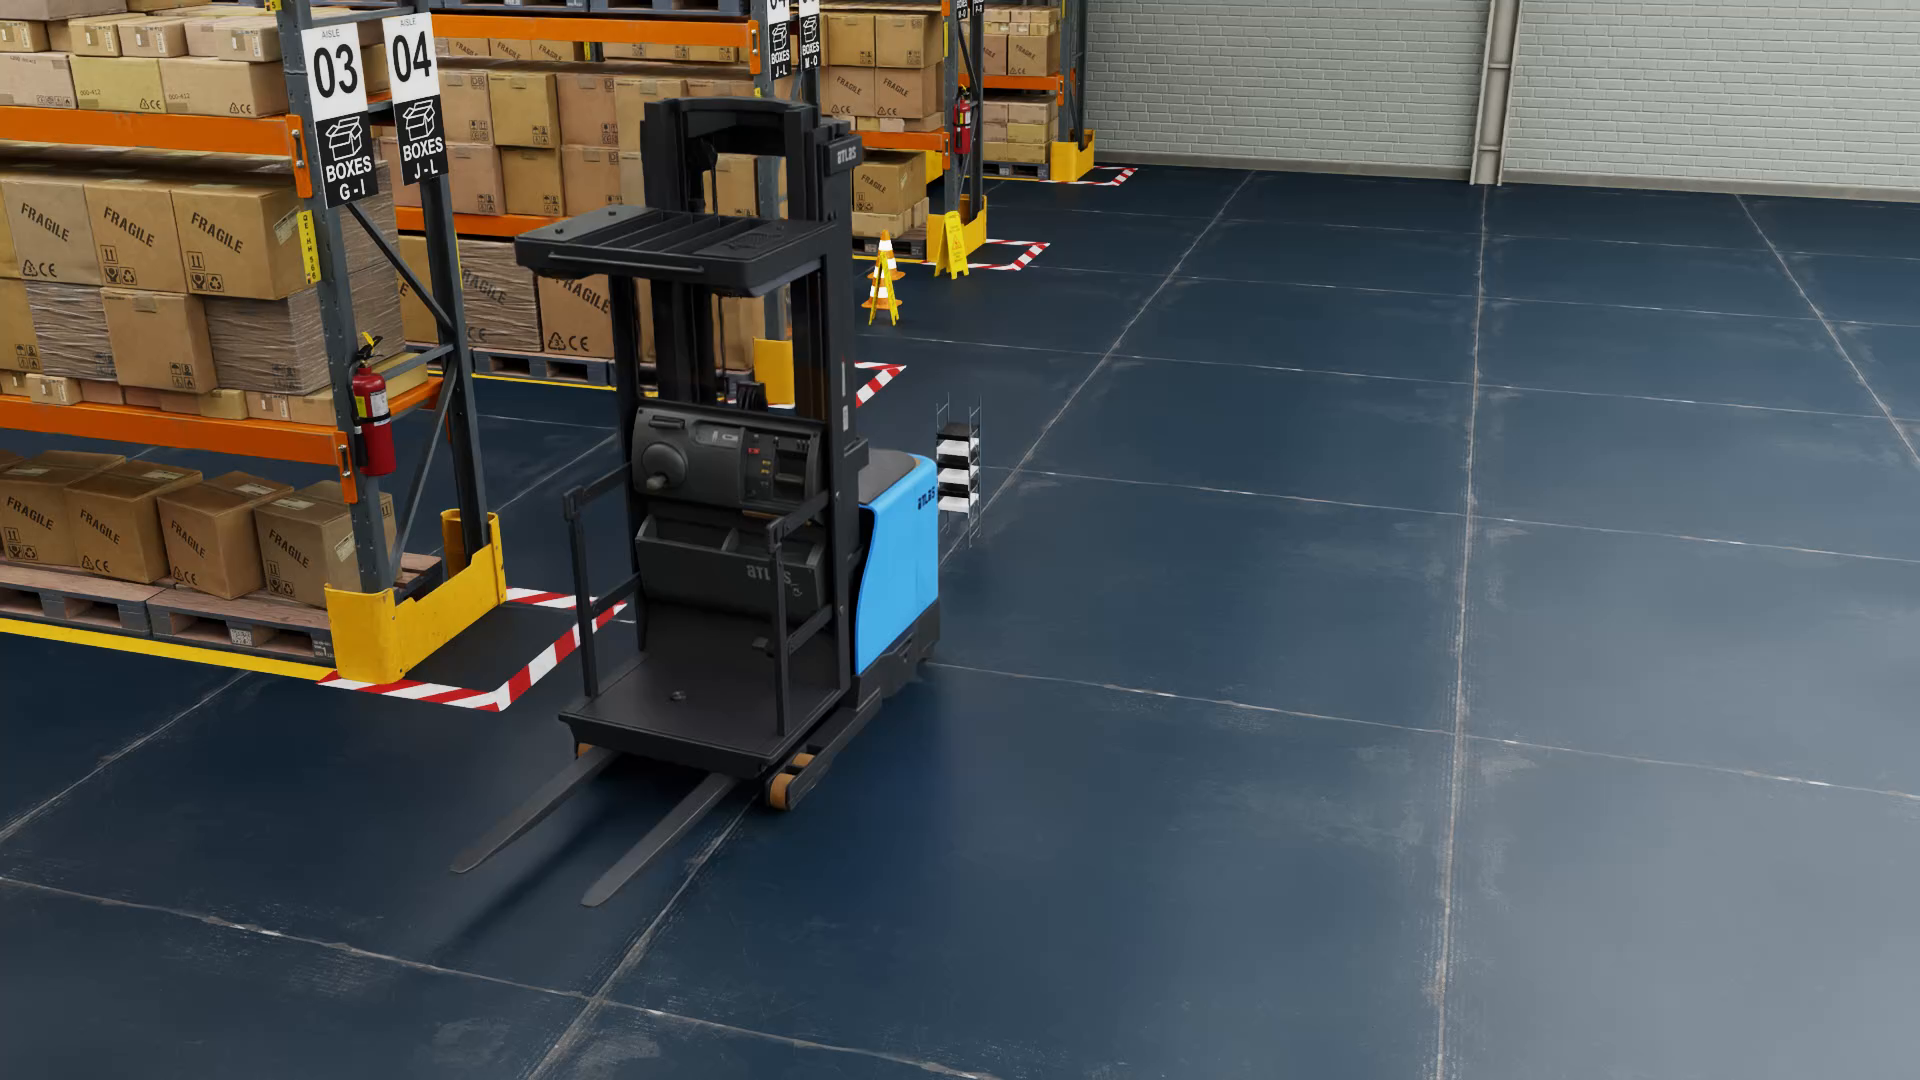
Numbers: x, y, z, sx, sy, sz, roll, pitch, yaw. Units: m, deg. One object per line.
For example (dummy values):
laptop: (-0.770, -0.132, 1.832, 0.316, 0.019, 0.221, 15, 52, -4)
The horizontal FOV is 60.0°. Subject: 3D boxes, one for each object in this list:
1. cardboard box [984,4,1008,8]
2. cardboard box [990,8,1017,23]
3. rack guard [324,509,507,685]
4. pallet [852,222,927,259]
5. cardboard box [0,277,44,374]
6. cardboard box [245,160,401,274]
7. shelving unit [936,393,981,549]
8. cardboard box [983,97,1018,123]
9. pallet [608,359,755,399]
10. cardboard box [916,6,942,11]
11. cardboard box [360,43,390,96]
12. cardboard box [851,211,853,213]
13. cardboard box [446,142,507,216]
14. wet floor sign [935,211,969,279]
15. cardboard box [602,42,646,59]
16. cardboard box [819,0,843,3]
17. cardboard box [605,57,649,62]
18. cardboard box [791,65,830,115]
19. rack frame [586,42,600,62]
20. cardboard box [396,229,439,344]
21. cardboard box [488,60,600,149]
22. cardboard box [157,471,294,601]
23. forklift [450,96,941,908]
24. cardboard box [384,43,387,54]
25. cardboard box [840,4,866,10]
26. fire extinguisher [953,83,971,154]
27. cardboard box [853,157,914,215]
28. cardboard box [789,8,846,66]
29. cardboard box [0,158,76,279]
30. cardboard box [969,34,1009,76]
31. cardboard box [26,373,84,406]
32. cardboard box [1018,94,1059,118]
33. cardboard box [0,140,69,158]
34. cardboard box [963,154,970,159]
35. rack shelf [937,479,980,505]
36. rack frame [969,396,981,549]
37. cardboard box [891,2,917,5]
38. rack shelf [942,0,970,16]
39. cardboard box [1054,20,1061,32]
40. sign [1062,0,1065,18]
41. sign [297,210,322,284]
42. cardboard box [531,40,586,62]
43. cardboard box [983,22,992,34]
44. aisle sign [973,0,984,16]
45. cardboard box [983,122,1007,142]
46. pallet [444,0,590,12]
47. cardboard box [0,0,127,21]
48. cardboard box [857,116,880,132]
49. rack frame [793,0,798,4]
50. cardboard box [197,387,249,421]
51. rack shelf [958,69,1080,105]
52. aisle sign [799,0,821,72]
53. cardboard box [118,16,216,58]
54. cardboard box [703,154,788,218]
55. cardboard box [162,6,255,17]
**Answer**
cardboard box: (0.483, -6.967, 21.924, 0.250, 0.149, 0.380, 7, 23, 16)
cardboard box: (0.566, -6.753, 21.402, 0.250, 0.149, 0.380, 7, 23, 17)
rack guard: (-2.893, 0.281, 8.926, 0.348, 0.500, 1.175, 7, 23, 16)
pallet: (-0.798, -3.288, 18.007, 1.213, 0.211, 1.003, 7, 23, 16)
cardboard box: (-4.793, -1.262, 8.870, 0.500, 0.500, 0.875, 7, 23, 16)
cardboard box: (-3.268, -1.673, 8.555, 0.500, 0.500, 0.500, 7, 23, 16)
shelving unit: (-0.008, -0.417, 10.101, 0.210, 0.900, 0.258, 7, 23, 16)
cardboard box: (0.451, -5.647, 21.837, 0.500, 0.250, 0.500, 7, 23, 16)
pallet: (-2.079, -1.427, 13.471, 1.213, 0.211, 1.003, 7, 23, 15)
cardboard box: (-0.401, -6.884, 21.722, 0.250, 0.149, 0.380, 7, 23, 16)
cardboard box: (-3.207, -2.332, 8.248, 0.500, 0.250, 0.500, 7, 23, 17)
cardboard box: (-1.303, -3.440, 17.774, 0.500, 0.250, 0.500, 7, 23, 16)
cardboard box: (-3.747, -2.976, 13.375, 0.550, 0.550, 0.875, 7, 23, 16)
wet floor sign: (-0.085, -2.969, 16.657, 0.232, 0.644, 0.267, 16, 27, 34)
cardboard box: (-3.428, -5.426, 17.703, 0.500, 0.500, 0.700, 6, 23, 15)
cardboard box: (-1.735, -7.226, 22.556, 0.250, 0.149, 0.380, 6, 23, 14)
cardboard box: (-3.446, -4.941, 17.838, 0.500, 0.500, 0.500, 6, 23, 15)
cardboard box: (-1.513, -4.724, 17.309, 0.500, 0.500, 0.500, 6, 23, 15)
rack frame: (-3.787, -4.906, 18.278, 0.127, 3.000, 1.000, 7, 23, 16)
cardboard box: (-4.538, -2.213, 13.960, 0.875, 0.875, 0.875, 7, 23, 16)
cardboard box: (-3.230, -3.430, 13.059, 0.500, 0.550, 0.875, 7, 23, 16)
cardboard box: (-3.995, -0.032, 9.137, 0.500, 0.500, 0.500, 13, 26, 29)
forklift: (-1.126, -0.340, 7.236, 1.130, 2.935, 3.031, 9, 24, 20)
cardboard box: (-6.241, -5.479, 18.598, 0.500, 0.500, 0.500, 7, 23, 16)
cardboard box: (-1.397, -6.965, 21.919, 0.250, 0.149, 0.380, 7, 23, 17)
fire extinguisher: (0.019, -4.252, 16.785, 0.183, 0.674, 0.296, 7, 23, 16)
cardboard box: (-0.800, -3.730, 17.492, 0.500, 0.500, 0.500, 7, 23, 16)
cardboard box: (-1.510, -5.168, 17.074, 0.500, 0.500, 0.700, 6, 23, 15)
cardboard box: (-4.853, -1.650, 8.500, 0.500, 0.500, 0.500, 7, 23, 16)
cardboard box: (0.432, -6.337, 21.634, 0.500, 0.500, 0.500, 7, 23, 17)
cardboard box: (-4.619, -0.833, 8.680, 0.250, 0.149, 0.380, 7, 23, 16)
cardboard box: (1.067, -5.778, 22.155, 0.500, 0.250, 0.500, 6, 23, 15)
cardboard box: (-5.182, -1.893, 9.092, 0.500, 0.500, 0.500, 7, 23, 16)
cardboard box: (-0.018, -5.246, 22.178, 0.500, 0.250, 0.500, 7, 23, 16)
rack shelf: (-0.008, -0.303, 10.148, 0.200, 0.077, 0.258, 7, 23, 16)
rack frame: (0.090, -0.406, 10.074, 0.006, 0.900, 0.240, 7, 23, 16)
cardboard box: (-0.747, -7.117, 22.289, 0.250, 0.149, 0.380, 6, 23, 15)
rack shelf: (-1.872, -5.742, 17.311, 4.000, 0.370, 1.077, 7, 23, 16)
cardboard box: (1.223, -6.749, 21.785, 0.250, 0.149, 0.380, 6, 23, 14)
sign: (1.303, -6.721, 20.865, 0.005, 0.325, 0.100, 7, 23, 16)
sign: (-2.999, -1.350, 7.665, 0.005, 0.325, 0.100, 7, 23, 16)
cardboard box: (-4.295, -5.252, 18.043, 0.500, 0.500, 0.500, 6, 23, 15)
cardboard box: (0.342, -6.653, 21.551, 0.250, 0.149, 0.380, 6, 23, 15)
aisle sign: (0.191, -5.776, 16.974, 0.004, 0.787, 0.394, 7, 23, 16)
cardboard box: (0.440, -5.424, 21.951, 0.500, 0.250, 0.500, 6, 23, 15)
pallet: (-3.176, -4.215, 12.758, 1.213, 0.211, 1.003, 7, 23, 16)
cardboard box: (-4.377, -2.748, 7.882, 0.500, 0.500, 0.500, 7, 23, 16)
cardboard box: (-0.891, -4.338, 17.224, 0.250, 0.149, 0.380, 6, 23, 15)
rack frame: (-2.357, -6.710, 22.676, 0.127, 3.000, 1.000, 7, 23, 16)
cardboard box: (-3.646, -0.743, 8.461, 0.250, 0.149, 0.380, 7, 23, 16)
rack shelf: (-0.442, -6.158, 22.278, 4.000, 0.370, 1.077, 7, 23, 16)
aisle sign: (-1.136, -3.962, 12.551, 0.004, 0.787, 0.394, 7, 23, 16)
cardboard box: (-3.685, -2.348, 7.762, 0.250, 0.149, 0.380, 6, 23, 13)
cardboard box: (-1.659, -2.752, 12.828, 0.550, 0.550, 0.875, 7, 23, 16)
cardboard box: (-3.755, -2.586, 8.343, 0.250, 0.149, 0.380, 7, 23, 18)
